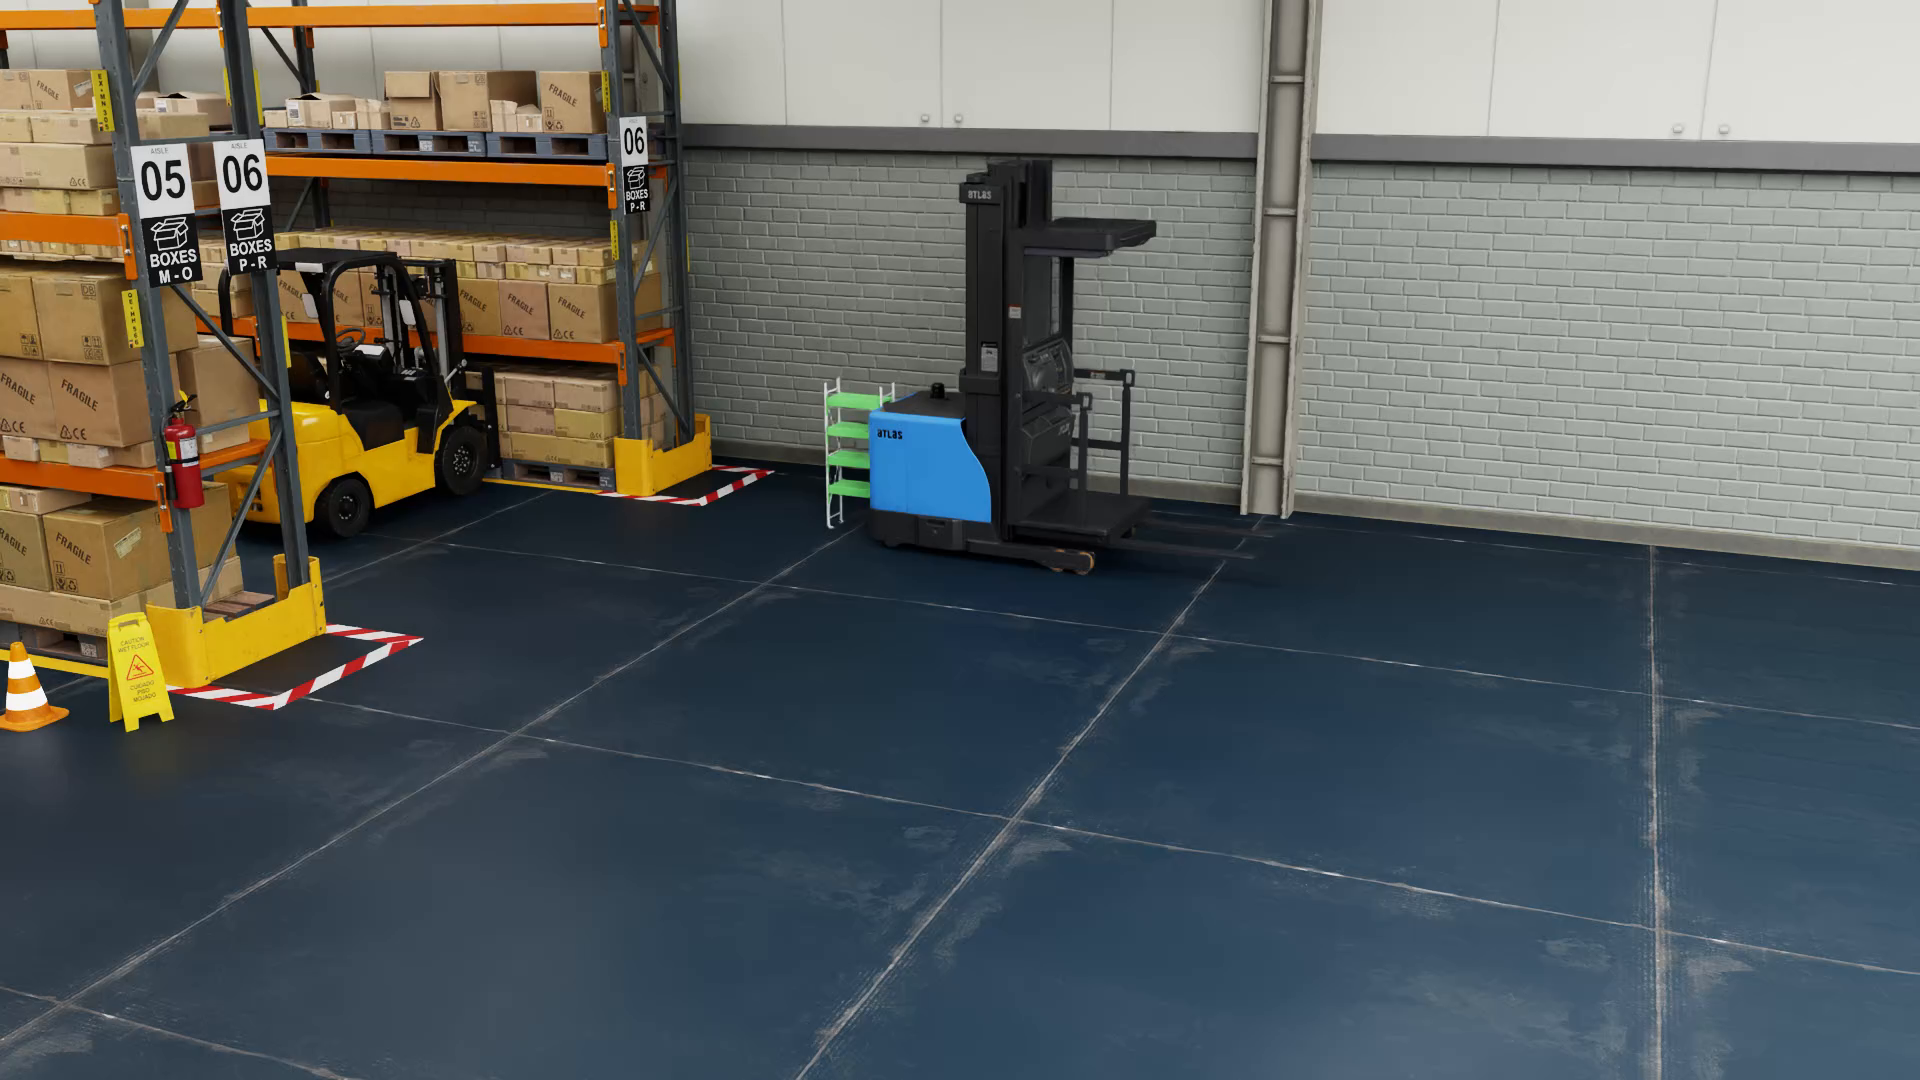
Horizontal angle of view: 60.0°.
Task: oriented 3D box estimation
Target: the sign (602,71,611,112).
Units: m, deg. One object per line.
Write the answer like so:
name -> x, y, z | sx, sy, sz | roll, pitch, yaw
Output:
sign -> -2.896, -3.673, 13.619 | 0.005, 0.325, 0.100 | 6, 17, 21

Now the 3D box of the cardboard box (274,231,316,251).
cardboard box -> -6.217, -2.787, 15.516 | 0.250, 0.149, 0.380 | 7, 17, 22

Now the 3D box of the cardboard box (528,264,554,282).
cardboard box -> -3.577, -2.368, 14.607 | 0.250, 0.149, 0.380 | 7, 17, 22

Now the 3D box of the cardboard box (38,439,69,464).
cardboard box -> -5.435, -0.588, 10.269 | 0.250, 0.149, 0.380 | 6, 17, 20

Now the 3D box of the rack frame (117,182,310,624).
rack frame -> -4.502, -0.697, 10.194 | 0.127, 3.000, 1.000 | 6, 17, 21

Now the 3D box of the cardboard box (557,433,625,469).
cardboard box -> -3.237, -0.832, 14.838 | 0.500, 0.250, 0.500 | 6, 17, 21

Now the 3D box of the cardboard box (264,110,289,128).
cardboard box -> -6.099, -3.839, 15.154 | 0.250, 0.149, 0.380 | 7, 17, 22

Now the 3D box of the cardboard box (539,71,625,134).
cardboard box -> -3.185, -3.705, 14.063 | 0.500, 0.500, 0.500 | 7, 18, 22

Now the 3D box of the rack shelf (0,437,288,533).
rack shelf -> -6.362, -0.556, 10.999 | 4.000, 0.370, 1.077 | 6, 17, 21

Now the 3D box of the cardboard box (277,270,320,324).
cardboard box -> -6.088, -2.329, 15.635 | 0.500, 0.500, 0.500 | 6, 17, 19

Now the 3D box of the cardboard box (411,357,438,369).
cardboard box -> -5.131, -1.521, 15.419 | 0.500, 0.250, 0.500 | 7, 18, 23

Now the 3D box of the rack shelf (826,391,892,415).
rack shelf -> -0.797, -1.072, 13.222 | 0.480, 0.148, 0.258 | 7, 18, 23

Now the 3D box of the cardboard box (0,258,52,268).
cardboard box -> -6.037, -1.443, 10.257 | 0.500, 0.500, 0.700 | 6, 17, 20

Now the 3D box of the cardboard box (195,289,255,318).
cardboard box -> -6.970, -2.305, 16.004 | 0.500, 0.250, 0.500 | 7, 17, 22

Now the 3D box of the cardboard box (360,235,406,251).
cardboard box -> -5.247, -2.687, 15.173 | 0.250, 0.149, 0.380 | 6, 17, 20

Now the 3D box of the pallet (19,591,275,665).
pallet -> -5.315, 0.542, 10.927 | 1.213, 0.211, 1.003 | 6, 17, 21

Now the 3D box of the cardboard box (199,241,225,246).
cardboard box -> -7.259, -2.791, 16.065 | 0.250, 0.149, 0.380 | 6, 17, 21

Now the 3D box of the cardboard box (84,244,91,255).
cardboard box -> -8.455, -2.923, 16.518 | 0.250, 0.149, 0.380 | 6, 17, 21

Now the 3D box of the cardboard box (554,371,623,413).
cardboard box -> -3.227, -1.312, 14.698 | 0.500, 0.250, 0.500 | 7, 18, 22

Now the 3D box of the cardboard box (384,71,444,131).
cardboard box -> -4.631, -3.907, 14.753 | 0.637, 0.503, 0.797 | 7, 18, 22

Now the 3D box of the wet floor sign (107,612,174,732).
wet floor sign -> -4.717, 0.731, 9.499 | 0.232, 0.644, 0.267 | 14, 21, 40

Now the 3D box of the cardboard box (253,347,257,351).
cardboard box -> -7.613, -1.587, 16.766 | 0.625, 0.625, 0.875 | 6, 17, 20

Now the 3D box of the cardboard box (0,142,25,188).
cardboard box -> -5.539, -2.246, 9.885 | 0.500, 0.250, 0.500 | 6, 17, 20

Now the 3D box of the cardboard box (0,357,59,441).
cardboard box -> -5.572, -0.924, 10.264 | 0.500, 0.500, 0.500 | 6, 17, 21

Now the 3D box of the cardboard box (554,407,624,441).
cardboard box -> -3.251, -1.075, 14.777 | 0.500, 0.250, 0.500 | 6, 17, 20

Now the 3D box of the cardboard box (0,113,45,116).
cardboard box -> -5.612, -2.455, 9.889 | 0.250, 0.149, 0.380 | 6, 17, 21

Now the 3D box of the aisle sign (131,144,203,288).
aisle sign -> -4.550, -1.864, 9.550 | 0.004, 0.787, 0.394 | 6, 17, 21

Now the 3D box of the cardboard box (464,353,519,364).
cardboard box -> -4.463, -1.603, 15.699 | 0.500, 0.250, 0.500 | 6, 17, 20

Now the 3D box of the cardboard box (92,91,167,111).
cardboard box -> -7.882, -4.131, 15.868 | 0.500, 0.311, 0.500 | 6, 17, 19

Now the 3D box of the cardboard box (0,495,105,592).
cardboard box -> -5.829, -0.005, 10.644 | 0.500, 0.500, 0.500 | 7, 18, 23

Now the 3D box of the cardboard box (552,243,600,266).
cardboard box -> -3.335, -2.486, 14.481 | 0.250, 0.149, 0.380 | 6, 17, 21

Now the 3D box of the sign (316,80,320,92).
sign -> -6.203, -4.265, 16.034 | 0.005, 0.325, 0.100 | 6, 17, 21

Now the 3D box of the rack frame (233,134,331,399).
rack frame -> -6.405, -2.394, 16.039 | 0.127, 3.000, 1.000 | 6, 17, 21

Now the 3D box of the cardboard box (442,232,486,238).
cardboard box -> -4.593, -2.768, 15.453 | 0.250, 0.149, 0.380 | 7, 18, 22

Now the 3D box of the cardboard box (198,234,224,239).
cardboard box -> -7.583, -2.964, 16.662 | 0.250, 0.149, 0.380 | 6, 17, 21

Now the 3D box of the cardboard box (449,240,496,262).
cardboard box -> -4.318, -2.573, 14.782 | 0.250, 0.149, 0.380 | 7, 17, 22

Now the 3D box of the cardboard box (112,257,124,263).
cardboard box -> -7.910, -2.650, 16.295 | 0.500, 0.250, 0.500 | 7, 17, 22

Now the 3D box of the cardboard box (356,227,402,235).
cardboard box -> -5.528, -2.882, 15.844 | 0.250, 0.149, 0.380 | 6, 17, 20

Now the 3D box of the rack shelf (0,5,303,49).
rack shelf -> -8.265, -4.942, 16.063 | 4.000, 0.370, 1.077 | 6, 17, 21

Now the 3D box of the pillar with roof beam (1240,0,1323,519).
pillar with roof beam -> 1.001, -3.440, 8.883 | 0.400, 9.000, 9.100 | 6, 17, 21

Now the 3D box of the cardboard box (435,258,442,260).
cardboard box -> -4.511, -2.481, 14.996 | 0.250, 0.149, 0.380 | 6, 17, 20

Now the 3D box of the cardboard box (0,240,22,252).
cardboard box -> -9.440, -3.007, 16.808 | 0.250, 0.149, 0.380 | 7, 18, 22

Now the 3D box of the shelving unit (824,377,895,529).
shelving unit -> -0.797, -0.672, 13.338 | 0.503, 1.200, 0.258 | 7, 18, 23

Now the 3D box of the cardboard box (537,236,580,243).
cardboard box -> -3.624, -2.665, 15.096 | 0.250, 0.149, 0.380 | 6, 17, 21

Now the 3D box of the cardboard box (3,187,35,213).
cardboard box -> -5.414, -2.034, 9.869 | 0.250, 0.149, 0.380 | 7, 18, 22

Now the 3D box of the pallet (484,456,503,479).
pallet -> -4.542, -0.838, 15.682 | 1.213, 0.211, 1.003 | 6, 17, 21

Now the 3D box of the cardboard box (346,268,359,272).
cardboard box -> -5.508, -2.562, 15.277 | 0.250, 0.149, 0.380 | 7, 17, 22

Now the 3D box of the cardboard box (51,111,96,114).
cardboard box -> -5.414, -2.597, 10.380 | 0.250, 0.149, 0.380 | 6, 17, 20

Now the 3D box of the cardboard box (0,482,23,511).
cardboard box -> -5.941, -0.311, 10.534 | 0.250, 0.149, 0.380 | 7, 17, 22

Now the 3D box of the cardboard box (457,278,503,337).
cardboard box -> -4.194, -2.123, 14.926 | 0.500, 0.500, 0.500 | 6, 17, 20

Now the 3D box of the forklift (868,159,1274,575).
forklift -> 0.848, -1.318, 12.458 | 3.031, 2.935, 1.130 | 7, 18, 23

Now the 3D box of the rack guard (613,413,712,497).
rack guard -> -2.661, -0.782, 14.970 | 0.348, 0.500, 1.175 | 6, 17, 21
